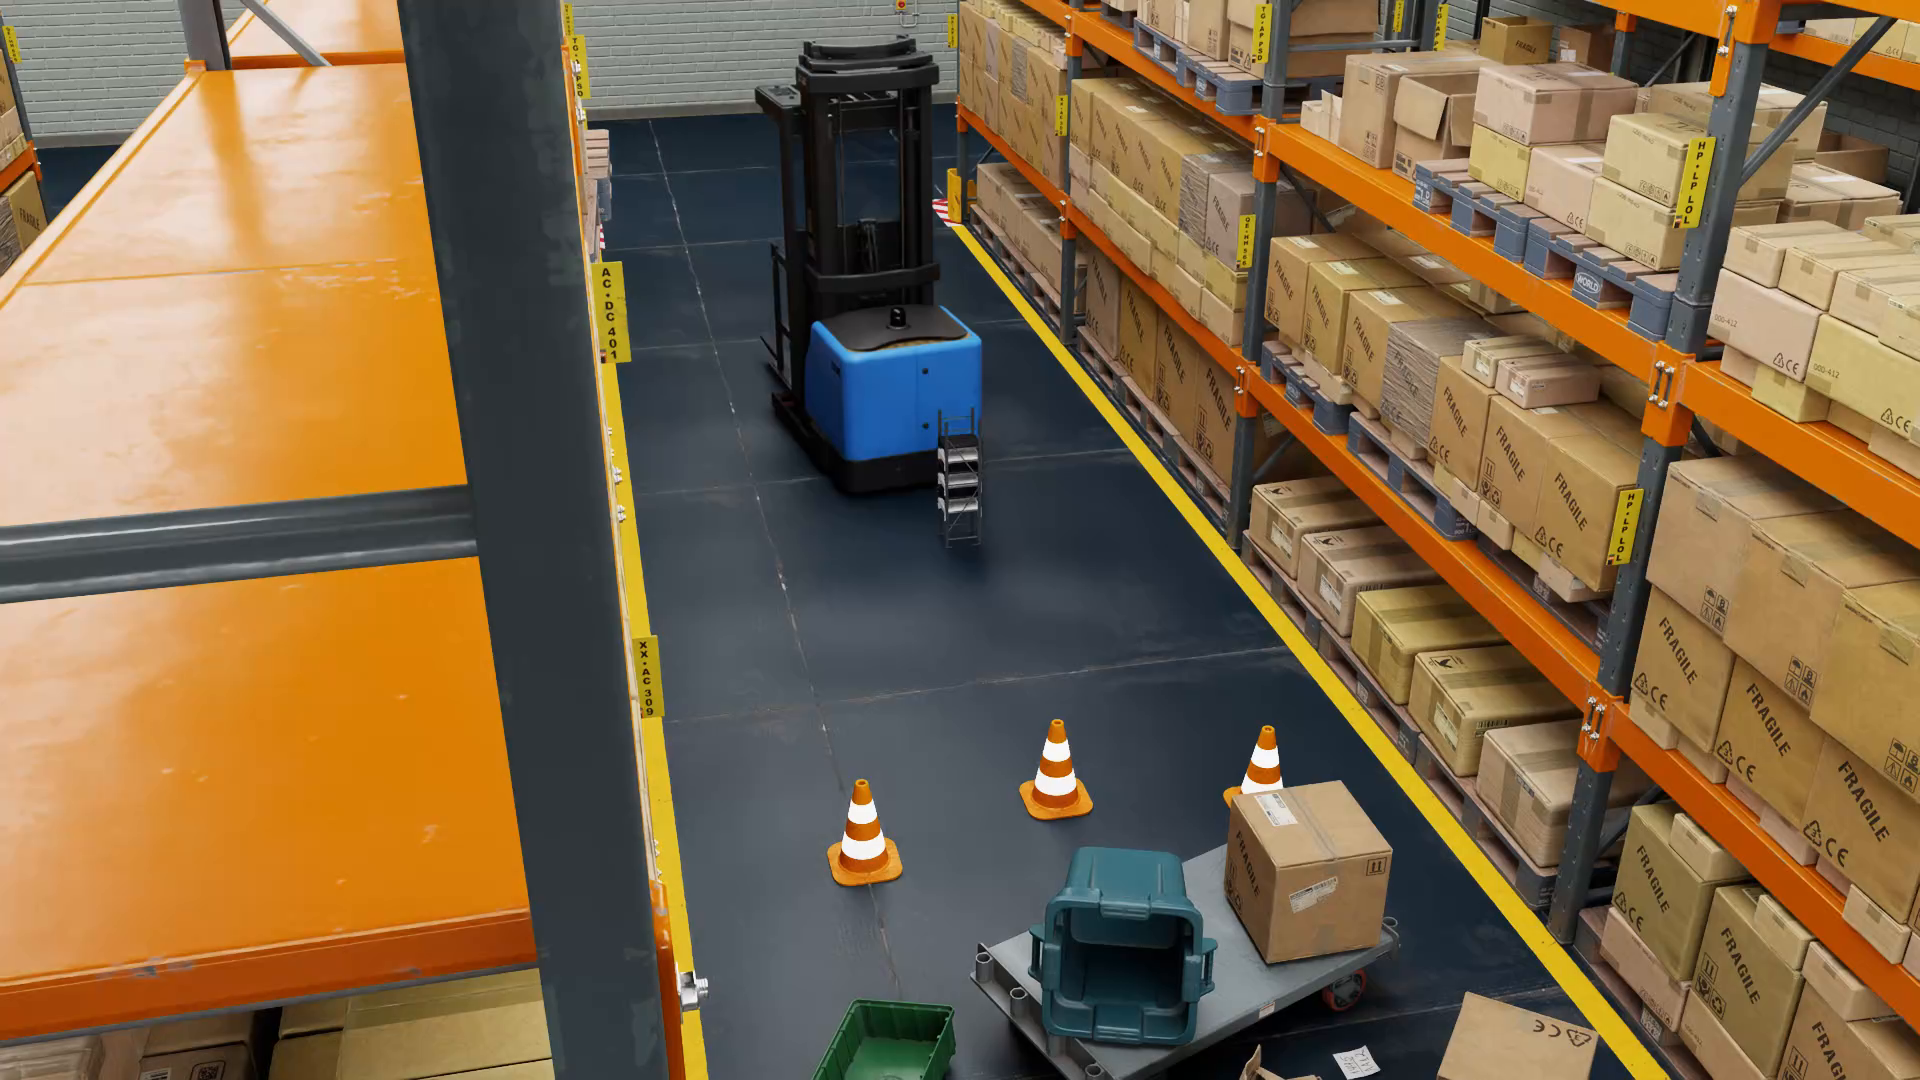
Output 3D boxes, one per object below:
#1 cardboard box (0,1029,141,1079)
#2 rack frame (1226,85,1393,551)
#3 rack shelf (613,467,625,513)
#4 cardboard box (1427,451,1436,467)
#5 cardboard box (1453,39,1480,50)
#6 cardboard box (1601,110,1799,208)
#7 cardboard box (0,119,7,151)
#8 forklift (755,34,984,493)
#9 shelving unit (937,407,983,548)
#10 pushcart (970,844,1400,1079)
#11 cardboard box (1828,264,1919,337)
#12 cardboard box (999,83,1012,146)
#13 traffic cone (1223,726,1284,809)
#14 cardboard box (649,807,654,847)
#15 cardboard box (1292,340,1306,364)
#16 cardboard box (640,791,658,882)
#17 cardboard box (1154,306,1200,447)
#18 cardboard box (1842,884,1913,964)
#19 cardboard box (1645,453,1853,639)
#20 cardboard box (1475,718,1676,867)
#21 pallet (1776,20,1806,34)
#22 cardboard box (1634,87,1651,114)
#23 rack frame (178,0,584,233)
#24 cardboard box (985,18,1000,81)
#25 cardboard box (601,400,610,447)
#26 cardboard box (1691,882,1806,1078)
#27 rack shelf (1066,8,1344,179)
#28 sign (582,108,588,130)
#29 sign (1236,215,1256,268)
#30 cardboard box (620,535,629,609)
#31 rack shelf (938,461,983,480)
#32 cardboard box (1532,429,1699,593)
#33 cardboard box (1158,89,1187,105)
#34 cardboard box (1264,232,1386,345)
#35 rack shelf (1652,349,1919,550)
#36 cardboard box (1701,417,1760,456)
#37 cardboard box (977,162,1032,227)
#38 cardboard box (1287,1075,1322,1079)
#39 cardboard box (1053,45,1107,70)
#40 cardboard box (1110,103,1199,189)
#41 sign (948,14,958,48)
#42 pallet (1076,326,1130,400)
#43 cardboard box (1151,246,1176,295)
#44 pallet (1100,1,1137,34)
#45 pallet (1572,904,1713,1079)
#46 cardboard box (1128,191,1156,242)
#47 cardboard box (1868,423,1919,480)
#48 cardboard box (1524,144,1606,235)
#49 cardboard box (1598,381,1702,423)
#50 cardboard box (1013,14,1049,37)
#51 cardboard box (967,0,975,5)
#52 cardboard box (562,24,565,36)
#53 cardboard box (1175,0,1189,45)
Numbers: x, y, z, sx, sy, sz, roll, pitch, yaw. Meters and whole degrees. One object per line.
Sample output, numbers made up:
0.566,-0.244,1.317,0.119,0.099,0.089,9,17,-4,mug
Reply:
-1.188,0.675,1.918,0.380,0.149,0.250,-6,27,-11,cardboard box
2.270,-1.346,10.434,1.000,3.000,0.127,-6,27,-12,rack frame
-2.079,-0.939,7.097,1.077,0.370,4.000,-6,27,-12,rack shelf
2.611,-0.439,8.449,0.380,0.149,0.250,-7,28,-13,cardboard box
5.664,-5.255,18.014,0.500,0.250,0.500,-5,27,-10,cardboard box
2.917,-1.514,6.584,0.500,0.250,0.500,-5,27,-10,cardboard box
-8.707,-3.509,14.556,0.500,0.250,0.500,-6,27,-12,cardboard box
-0.834,-2.281,12.362,1.130,2.935,3.031,-10,28,-19,forklift
-0.002,-0.405,10.901,0.258,0.900,0.210,-6,27,-12,shelving unit
0.961,1.834,7.044,1.648,0.377,0.936,-16,31,-29,pushcart
3.062,-0.773,5.365,0.380,0.149,0.250,-7,28,-13,cardboard box
0.663,-4.000,15.582,0.500,0.500,0.500,-5,27,-10,cardboard box
1.528,1.140,8.324,0.336,0.463,0.334,-6,27,-12,traffic cone
-0.776,0.517,3.116,0.380,0.149,0.250,-6,27,-12,cardboard box
2.193,-1.132,9.824,0.380,0.149,0.250,-8,28,-15,cardboard box
-0.606,0.497,2.271,0.380,0.149,0.250,-6,27,-12,cardboard box
1.998,-1.289,12.212,0.875,0.875,0.875,-6,27,-11,cardboard box
3.209,1.256,5.559,0.380,0.149,0.250,-6,27,-11,cardboard box
3.059,0.001,6.214,0.700,0.500,0.500,-6,27,-12,cardboard box
3.051,1.166,7.908,0.950,0.372,0.625,-6,27,-11,cardboard box
6.519,-4.114,12.799,1.213,0.211,1.003,-6,27,-12,pallet
6.095,-3.605,14.332,0.700,0.500,0.500,-5,27,-10,cardboard box
-1.628,-1.721,4.520,1.000,3.000,0.127,-6,27,-12,rack frame
0.545,-4.658,15.776,0.500,0.500,0.500,-6,27,-12,cardboard box
-0.952,-0.176,3.603,0.380,0.149,0.250,-6,27,-12,cardboard box
3.173,1.636,6.280,0.500,0.500,0.500,-5,27,-10,cardboard box
1.819,-3.242,11.660,1.077,0.370,4.000,-6,27,-12,rack shelf
-2.891,-3.130,12.683,0.100,0.325,0.005,-6,27,-12,sign
1.730,-1.805,10.059,0.100,0.325,0.005,-6,27,-12,sign
-1.709,0.213,7.235,0.500,0.500,0.500,-6,27,-12,cardboard box
-0.002,-0.456,10.875,0.258,0.077,0.200,-6,27,-12,rack shelf
2.844,-0.134,7.127,0.500,0.500,0.500,-6,27,-13,cardboard box
1.838,-3.196,12.879,0.500,0.500,0.500,-5,27,-11,cardboard box
2.146,-1.490,9.812,0.500,0.500,0.500,-7,28,-13,cardboard box
3.622,0.270,4.702,1.077,0.370,4.000,-6,27,-12,rack shelf
3.410,-0.487,7.105,0.380,0.149,0.250,-6,27,-12,cardboard box
0.713,-3.622,17.321,0.875,0.438,0.875,-7,28,-13,cardboard box
0.992,2.296,5.838,0.797,0.637,0.503,-6,27,-12,cardboard box
0.989,-3.985,13.723,0.380,0.149,0.250,-7,28,-13,cardboard box
1.440,-2.930,12.351,0.500,0.500,0.500,-7,28,-13,cardboard box
-0.075,-5.226,17.073,0.100,0.325,0.005,-6,27,-12,sign
1.616,-1.526,13.886,1.003,0.211,1.213,-6,27,-12,pallet
1.675,-1.920,11.738,0.500,0.250,0.500,-6,27,-12,cardboard box
1.623,-3.958,12.493,0.805,0.209,1.217,-7,28,-14,pallet
3.357,1.946,7.006,1.003,0.211,1.213,-6,27,-12,pallet
1.542,-2.364,12.063,0.500,0.250,0.500,-7,28,-13,cardboard box
3.188,-0.323,5.357,0.380,0.149,0.250,-5,27,-10,cardboard box
2.790,-1.514,7.138,0.500,0.250,0.500,-6,27,-11,cardboard box
3.232,-0.410,7.672,0.500,0.500,0.500,-6,27,-11,cardboard box
0.693,-4.659,15.059,0.380,0.149,0.250,-6,27,-12,cardboard box
0.277,-5.455,16.634,0.380,0.149,0.250,-5,27,-11,cardboard box
-2.519,-2.679,9.636,0.500,0.500,0.500,-6,27,-12,cardboard box
1.619,-3.382,10.821,0.396,0.266,0.258,-7,28,-13,cardboard box
